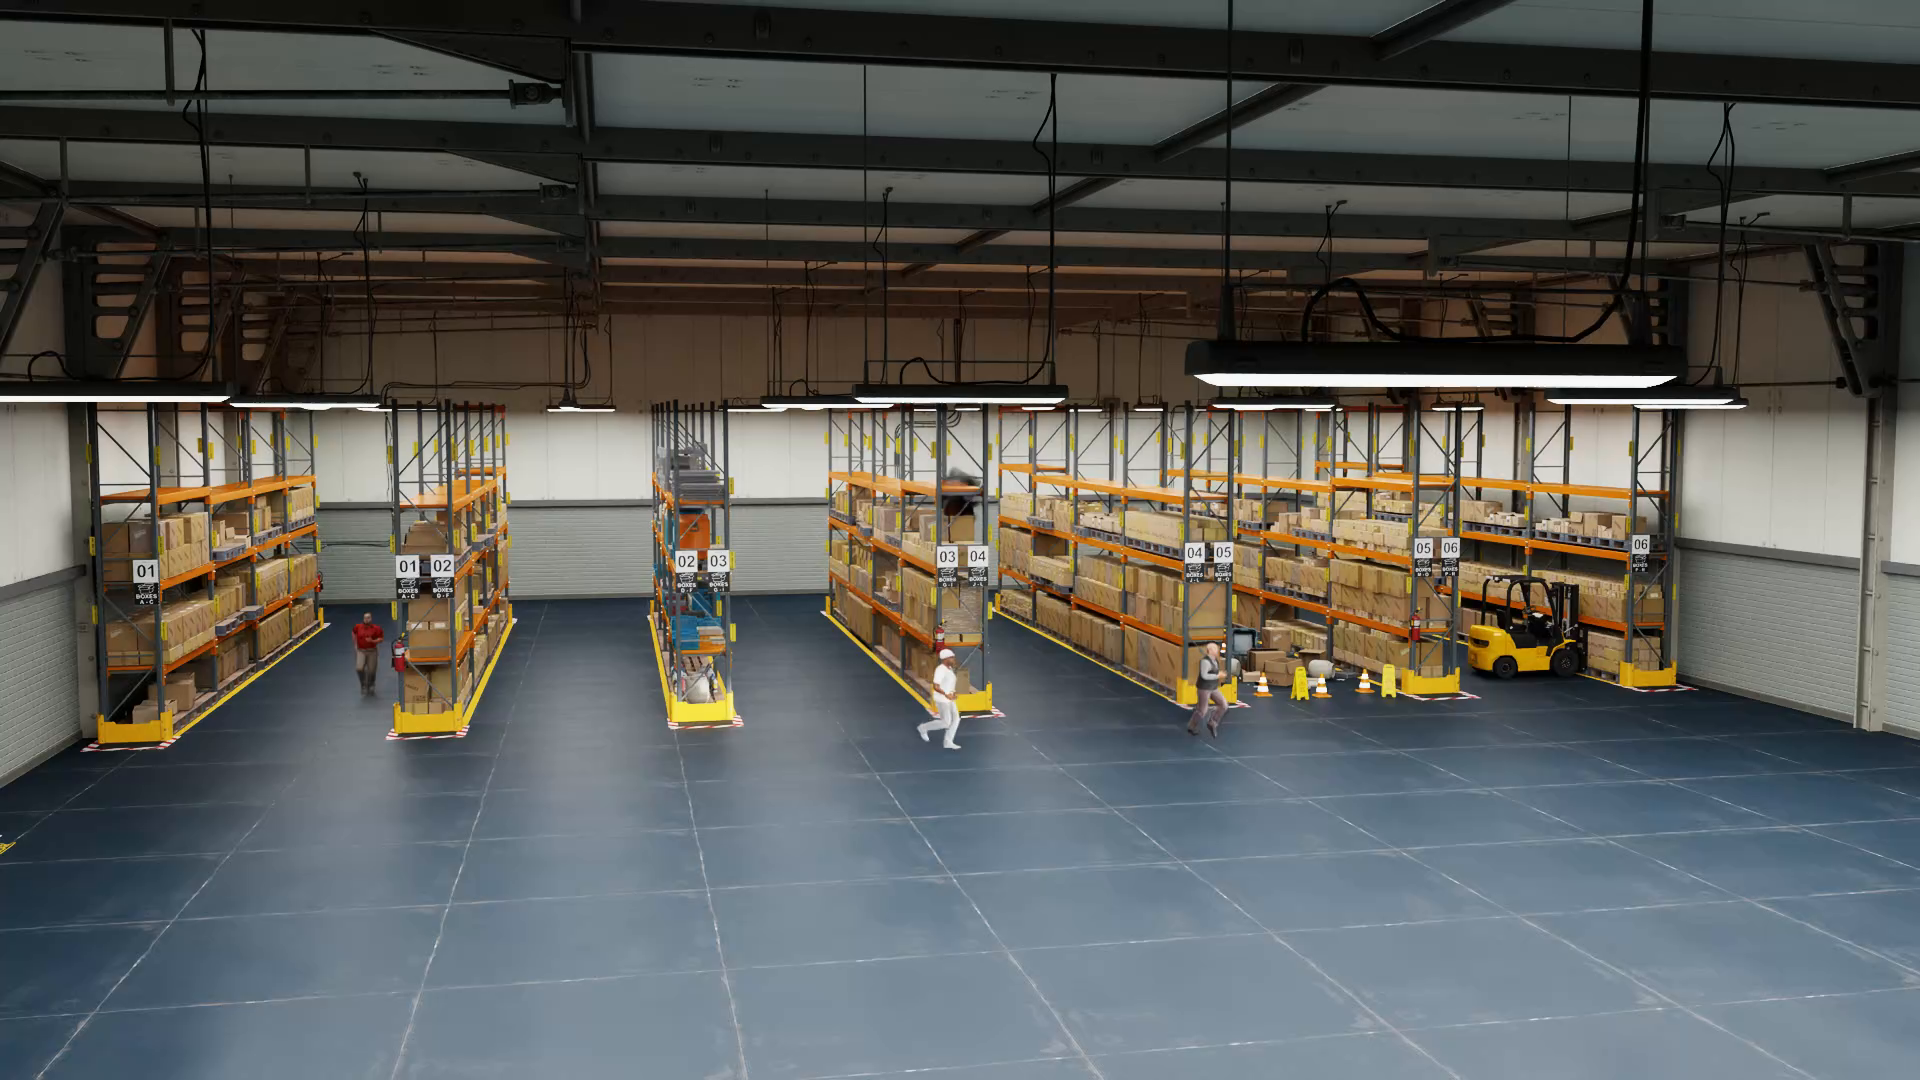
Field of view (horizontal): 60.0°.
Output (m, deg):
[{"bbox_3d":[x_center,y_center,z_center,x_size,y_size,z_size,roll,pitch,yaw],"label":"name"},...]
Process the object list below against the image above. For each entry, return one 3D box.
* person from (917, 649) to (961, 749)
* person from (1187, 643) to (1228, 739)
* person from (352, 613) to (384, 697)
[{"bbox_3d":[-0.342,2.720,28.479,0.748,1.722,0.690,1,4,15],"label":"person"},{"bbox_3d":[4.382,2.655,29.348,0.808,1.713,0.682,3,5,35],"label":"person"},{"bbox_3d":[-12.050,2.327,33.839,0.639,1.716,0.775,-1,4,-12],"label":"person"}]
